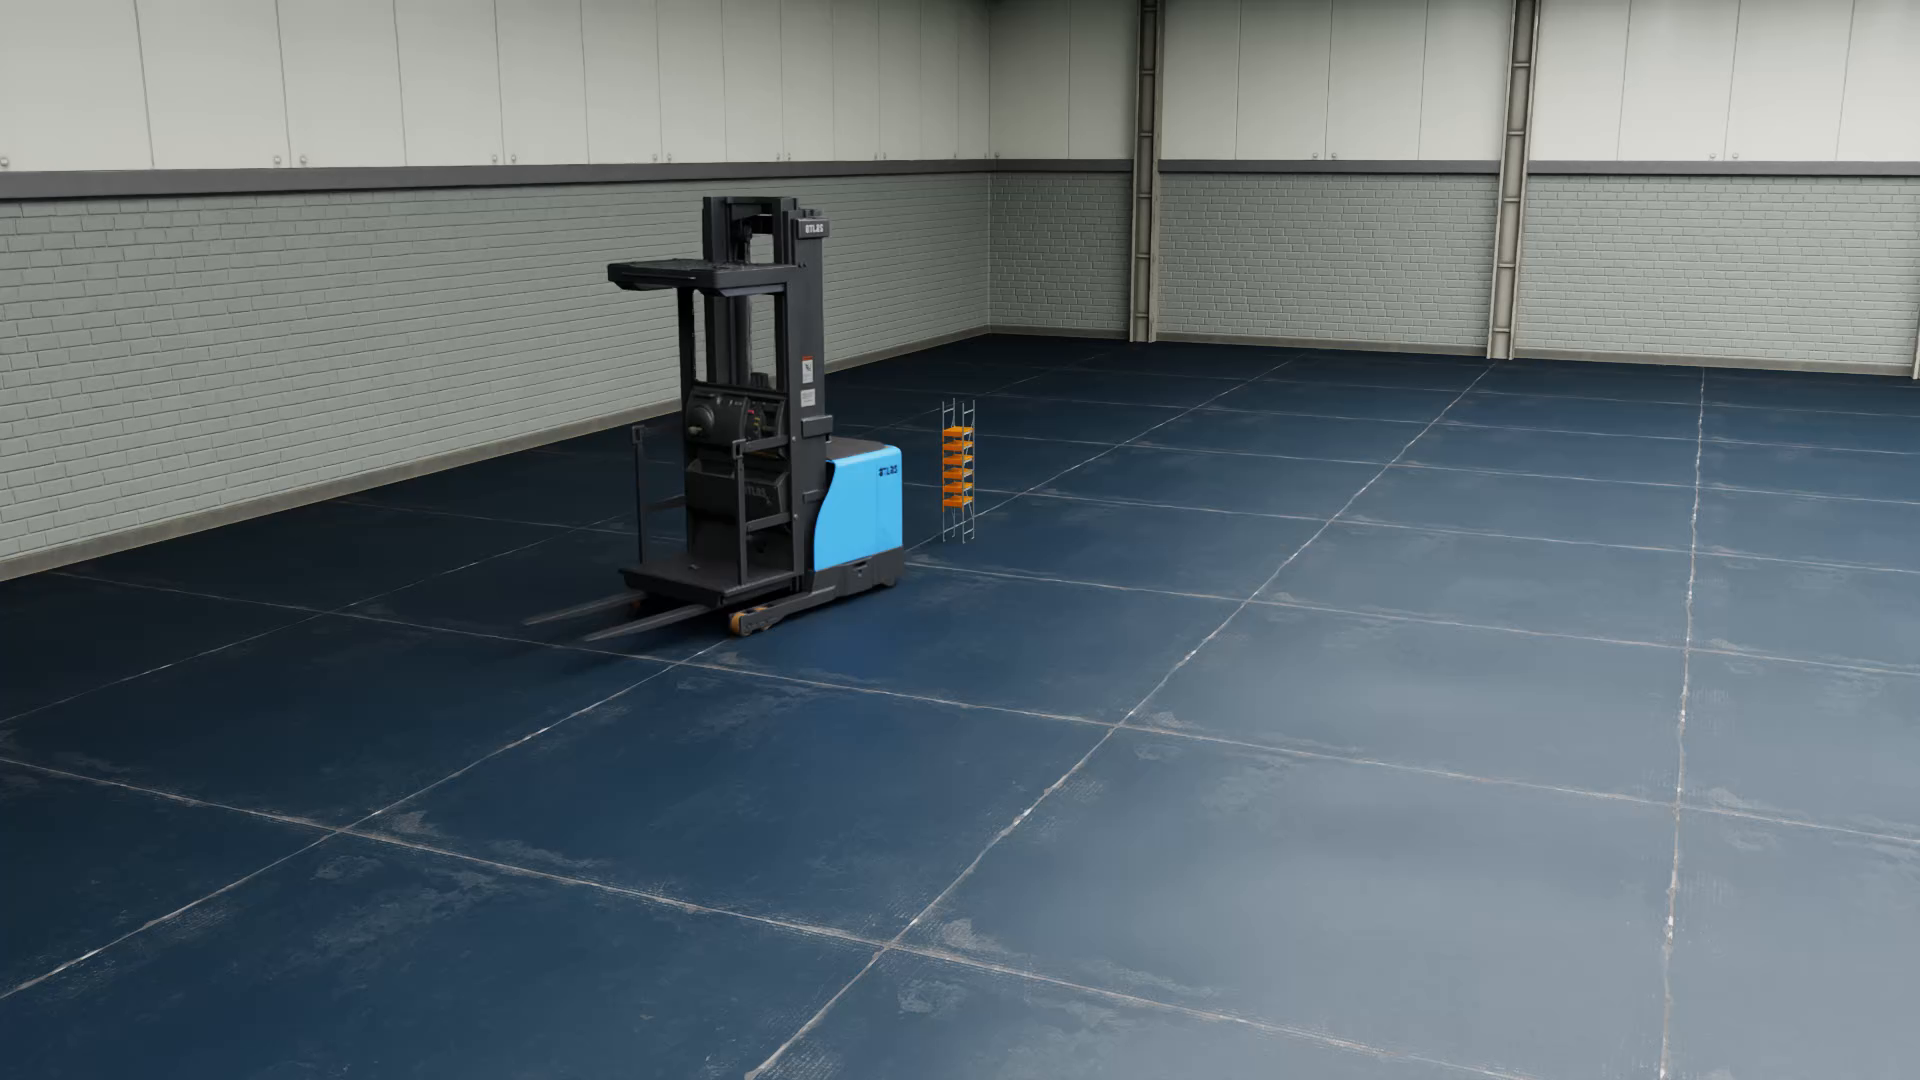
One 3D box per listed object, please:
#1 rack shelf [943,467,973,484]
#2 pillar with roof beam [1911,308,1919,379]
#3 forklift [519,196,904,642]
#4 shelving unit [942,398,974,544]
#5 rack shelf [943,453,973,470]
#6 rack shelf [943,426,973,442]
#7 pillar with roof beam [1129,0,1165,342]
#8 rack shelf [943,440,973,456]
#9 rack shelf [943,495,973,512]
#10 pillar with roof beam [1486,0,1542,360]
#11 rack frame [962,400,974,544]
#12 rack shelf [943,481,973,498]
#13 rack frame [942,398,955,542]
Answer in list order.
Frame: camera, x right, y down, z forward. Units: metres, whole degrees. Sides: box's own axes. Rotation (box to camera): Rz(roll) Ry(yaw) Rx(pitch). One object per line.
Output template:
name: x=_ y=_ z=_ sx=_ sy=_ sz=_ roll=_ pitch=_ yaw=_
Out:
rack shelf: x=-0.013 y=-0.542 z=14.134 sx=0.180 sy=0.103 sz=0.258 roll=6 pitch=14 yaw=23
pillar with roof beam: x=12.427 y=-5.854 z=19.503 sx=0.400 sy=9.000 sz=9.100 roll=6 pitch=14 yaw=23
forklift: x=-1.722 y=-0.890 z=11.632 sx=1.130 sy=2.935 sz=3.031 roll=10 pitch=16 yaw=36
shelving unit: x=-0.013 y=-0.585 z=14.123 sx=0.189 sy=1.200 sz=0.258 roll=6 pitch=14 yaw=23
rack shelf: x=-0.013 y=-0.659 z=14.106 sx=0.180 sy=0.103 sz=0.258 roll=6 pitch=14 yaw=23
rack shelf: x=-0.013 y=-0.893 z=14.051 sx=0.180 sy=0.103 sz=0.258 roll=6 pitch=14 yaw=23
pillar with roof beam: x=1.456 y=-6.964 z=24.235 sx=0.400 sy=9.000 sz=9.100 roll=6 pitch=14 yaw=23
rack shelf: x=-0.013 y=-0.776 z=14.079 sx=0.180 sy=0.103 sz=0.258 roll=6 pitch=14 yaw=23
rack shelf: x=-0.013 y=-0.309 z=14.188 sx=0.180 sy=0.103 sz=0.258 roll=6 pitch=14 yaw=23
pillar with roof beam: x=6.942 y=-6.409 z=21.869 sx=0.400 sy=9.000 sz=9.100 roll=6 pitch=14 yaw=23
rack frame: x=0.070 y=-0.577 z=14.087 sx=0.006 sy=1.200 sz=0.240 roll=6 pitch=14 yaw=23
rack shelf: x=-0.013 y=-0.425 z=14.161 sx=0.180 sy=0.103 sz=0.258 roll=6 pitch=14 yaw=23
rack frame: x=-0.097 y=-0.594 z=14.160 sx=0.006 sy=1.200 sz=0.240 roll=6 pitch=14 yaw=23
